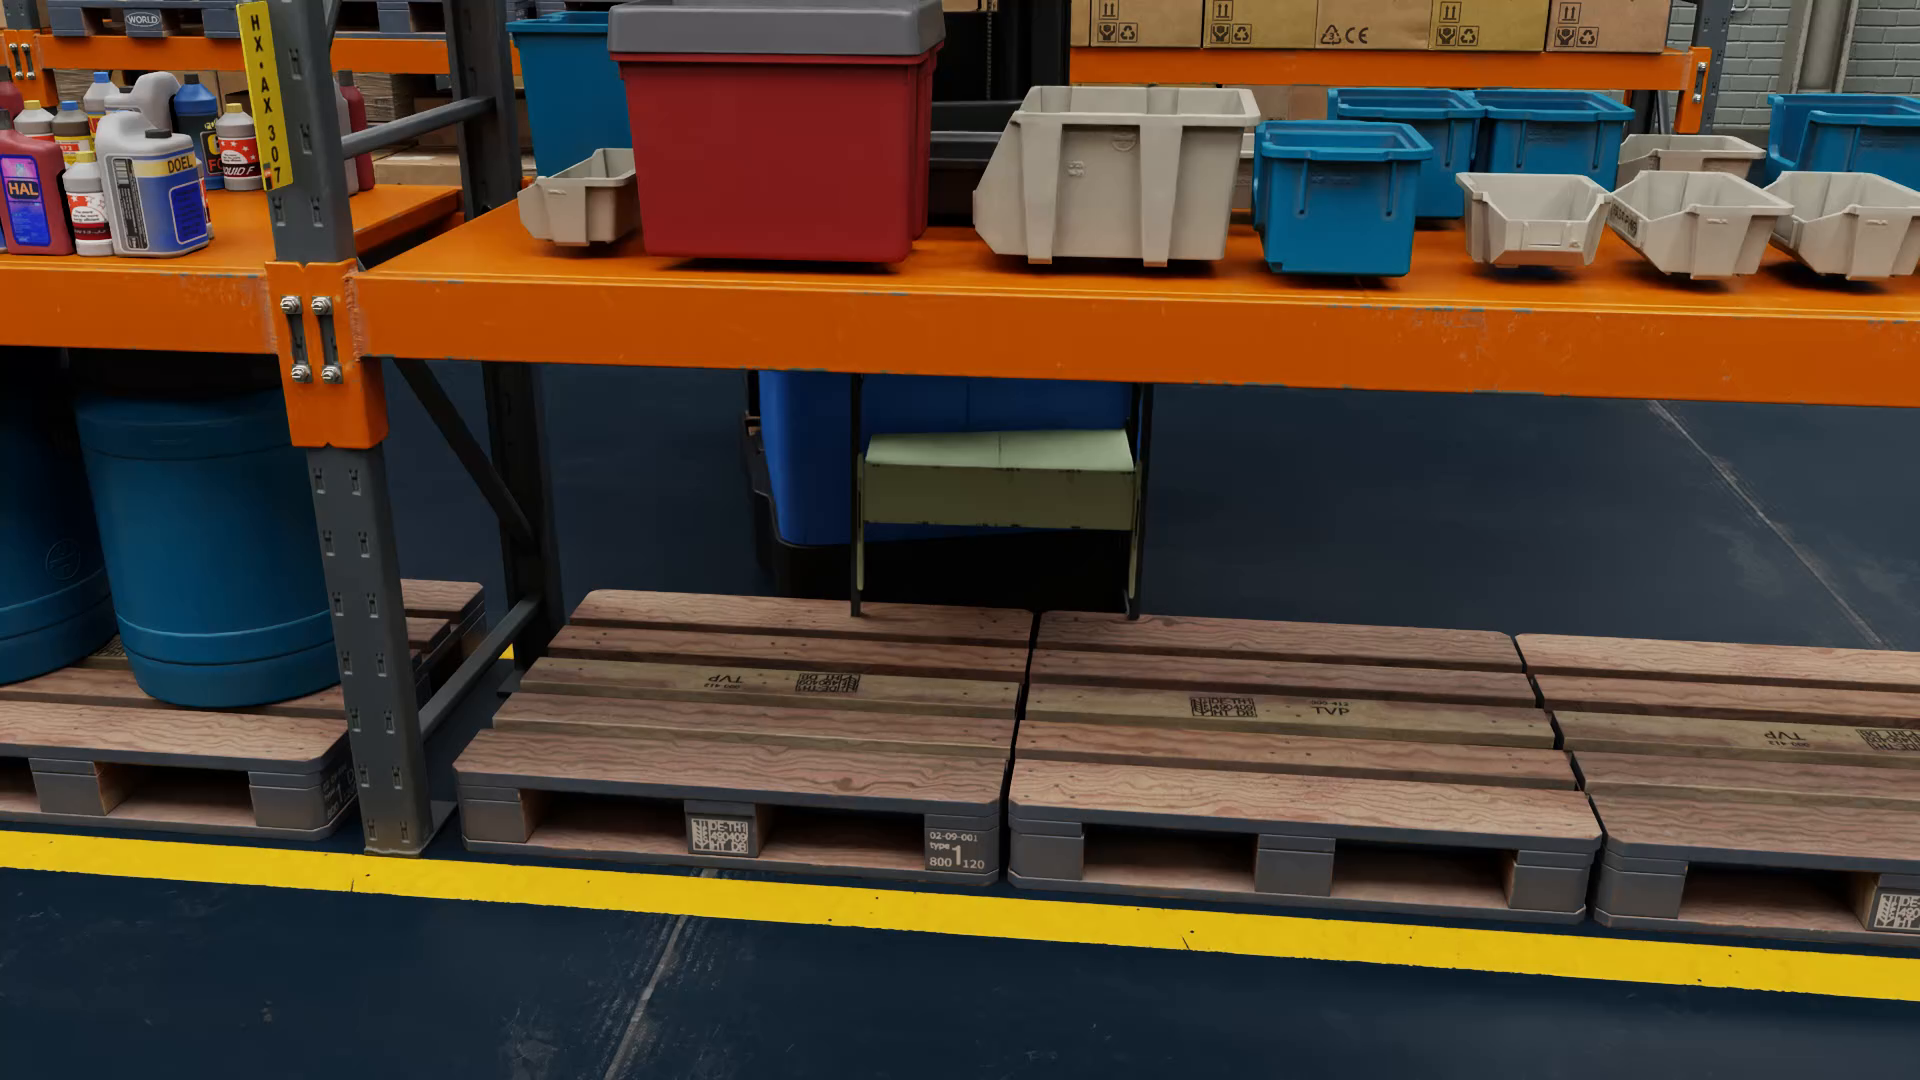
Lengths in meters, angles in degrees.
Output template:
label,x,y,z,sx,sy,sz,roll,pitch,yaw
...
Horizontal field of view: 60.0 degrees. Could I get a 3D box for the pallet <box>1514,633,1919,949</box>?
label,x,y,z,sx,sy,sz,roll,pitch,yaw
pallet,1.964,0.543,3.779,1.213,0.211,1.003,2,22,6

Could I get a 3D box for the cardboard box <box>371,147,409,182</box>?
label,x,y,z,sx,sy,sz,roll,pitch,yaw
cardboard box,-3.143,-1.732,8.543,0.500,0.500,0.500,2,22,6

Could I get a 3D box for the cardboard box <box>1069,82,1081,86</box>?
label,x,y,z,sx,sy,sz,roll,pitch,yaw
cardboard box,0.703,-3.457,12.933,0.500,0.500,0.700,3,22,7

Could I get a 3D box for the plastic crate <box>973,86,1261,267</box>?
label,x,y,z,sx,sy,sz,roll,pitch,yaw
plastic crate,0.301,-0.716,3.251,0.530,0.282,0.437,2,22,6

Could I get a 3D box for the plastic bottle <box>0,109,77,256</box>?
label,x,y,z,sx,sy,sz,roll,pitch,yaw
plastic bottle,-1.858,-0.715,3.327,0.133,0.283,0.061,2,22,6

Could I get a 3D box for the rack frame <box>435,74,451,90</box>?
label,x,y,z,sx,sy,sz,roll,pitch,yaw
rack frame,-4.000,-4.667,13.164,0.127,3.000,1.000,2,22,6

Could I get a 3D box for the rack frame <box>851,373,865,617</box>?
label,x,y,z,sx,sy,sz,roll,pitch,yaw
rack frame,-0.257,-0.420,4.344,0.023,1.500,0.400,2,20,1

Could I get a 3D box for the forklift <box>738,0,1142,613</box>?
label,x,y,z,sx,sy,sz,roll,pitch,yaw
forklift,-0.229,-1.627,5.568,1.130,2.935,3.031,-4,22,-9

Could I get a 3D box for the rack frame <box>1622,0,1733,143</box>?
label,x,y,z,sx,sy,sz,roll,pitch,yaw
rack frame,3.365,-2.512,7.714,0.127,3.000,1.000,2,22,6

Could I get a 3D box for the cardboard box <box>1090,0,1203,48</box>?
label,x,y,z,sx,sy,sz,roll,pitch,yaw
cardboard box,0.872,-2.567,7.716,0.500,0.500,0.500,2,22,6

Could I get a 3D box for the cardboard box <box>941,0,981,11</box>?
label,x,y,z,sx,sy,sz,roll,pitch,yaw
cardboard box,-0.133,-2.610,7.826,0.500,0.500,0.500,3,22,8

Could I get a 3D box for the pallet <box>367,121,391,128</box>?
label,x,y,z,sx,sy,sz,roll,pitch,yaw
pallet,-4.776,-3.404,13.764,1.213,0.211,1.003,2,22,6

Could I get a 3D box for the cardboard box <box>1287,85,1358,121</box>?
label,x,y,z,sx,sy,sz,roll,pitch,yaw
cardboard box,2.740,-3.369,12.710,0.500,0.500,0.700,2,22,6

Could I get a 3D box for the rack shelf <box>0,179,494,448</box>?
label,x,y,z,sx,sy,sz,roll,pitch,yaw
rack shelf,-3.180,-0.629,3.929,4.000,0.370,1.077,2,22,6

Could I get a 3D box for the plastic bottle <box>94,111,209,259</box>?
label,x,y,z,sx,sy,sz,roll,pitch,yaw
plastic bottle,-1.623,-0.718,3.345,0.135,0.276,0.152,2,22,6

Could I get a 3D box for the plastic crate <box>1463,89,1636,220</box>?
label,x,y,z,sx,sy,sz,roll,pitch,yaw
plastic crate,1.264,-0.842,3.635,0.300,0.233,0.416,2,22,6

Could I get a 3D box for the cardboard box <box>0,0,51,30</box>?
label,x,y,z,sx,sy,sz,roll,pitch,yaw
cardboard box,-4.935,-2.848,8.686,0.500,0.311,0.500,4,22,10

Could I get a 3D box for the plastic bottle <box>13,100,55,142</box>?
label,x,y,z,sx,sy,sz,roll,pitch,yaw
plastic bottle,-2.277,-0.983,4.116,0.097,0.201,0.097,0,22,0

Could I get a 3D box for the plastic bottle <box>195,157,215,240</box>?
label,x,y,z,sx,sy,sz,roll,pitch,yaw
plastic bottle,-1.627,-0.730,3.476,0.097,0.201,0.097,0,22,0

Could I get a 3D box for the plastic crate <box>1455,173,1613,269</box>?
label,x,y,z,sx,sy,sz,roll,pitch,yaw
plastic crate,1.085,-0.605,3.168,0.250,0.136,0.298,2,22,6

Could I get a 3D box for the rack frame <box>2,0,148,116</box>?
label,x,y,z,sx,sy,sz,roll,pitch,yaw
rack frame,-4.579,-2.858,8.589,0.127,3.000,1.000,2,22,6

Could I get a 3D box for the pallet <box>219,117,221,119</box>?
label,x,y,z,sx,sy,sz,roll,pitch,yaw
pallet,-5.984,-3.458,13.900,1.213,0.211,1.003,2,22,6

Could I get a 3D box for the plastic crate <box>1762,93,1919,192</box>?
label,x,y,z,sx,sy,sz,roll,pitch,yaw
plastic crate,1.918,-0.813,3.563,0.300,0.233,0.416,2,22,6

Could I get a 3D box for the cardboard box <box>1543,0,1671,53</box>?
label,x,y,z,sx,sy,sz,roll,pitch,yaw
cardboard box,2.888,-2.478,7.493,0.500,0.500,0.500,3,22,8

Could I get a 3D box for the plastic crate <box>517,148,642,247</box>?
label,x,y,z,sx,sy,sz,roll,pitch,yaw
plastic crate,-0.749,-0.710,3.432,0.243,0.136,0.396,2,22,6

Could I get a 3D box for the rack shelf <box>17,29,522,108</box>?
label,x,y,z,sx,sy,sz,roll,pitch,yaw
rack shelf,-2.593,-2.437,8.503,4.000,0.370,1.077,2,22,6

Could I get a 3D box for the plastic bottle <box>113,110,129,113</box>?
label,x,y,z,sx,sy,sz,roll,pitch,yaw
plastic bottle,-1.968,-0.913,3.939,0.097,0.201,0.097,0,22,0

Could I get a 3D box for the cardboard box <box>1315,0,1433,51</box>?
label,x,y,z,sx,sy,sz,roll,pitch,yaw
cardboard box,1.878,-2.523,7.606,0.500,0.500,0.500,3,22,7

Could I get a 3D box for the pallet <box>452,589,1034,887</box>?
label,x,y,z,sx,sy,sz,roll,pitch,yaw
pallet,-0.459,0.438,4.046,1.213,0.211,1.003,2,22,6

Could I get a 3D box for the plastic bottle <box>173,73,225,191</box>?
label,x,y,z,sx,sy,sz,roll,pitch,yaw
plastic bottle,-1.854,-0.997,4.056,0.097,0.271,0.097,0,22,0

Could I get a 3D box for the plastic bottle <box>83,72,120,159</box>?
label,x,y,z,sx,sy,sz,roll,pitch,yaw
plastic bottle,-2.084,-1.007,4.082,0.097,0.271,0.097,0,22,0

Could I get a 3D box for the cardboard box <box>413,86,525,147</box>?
label,x,y,z,sx,sy,sz,roll,pitch,yaw
cardboard box,-2.550,-2.251,8.834,0.500,0.250,0.500,2,22,5

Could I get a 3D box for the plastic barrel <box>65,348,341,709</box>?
label,x,y,z,sx,sy,sz,roll,pitch,yaw
plastic barrel,-1.732,-0.126,3.961,0.708,0.901,0.600,2,22,6

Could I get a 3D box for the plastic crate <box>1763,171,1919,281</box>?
label,x,y,z,sx,sy,sz,roll,pitch,yaw
plastic crate,1.661,-0.596,3.144,0.243,0.136,0.396,2,22,6

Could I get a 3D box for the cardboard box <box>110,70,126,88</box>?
label,x,y,z,sx,sy,sz,roll,pitch,yaw
cardboard box,-6.720,-3.852,13.906,0.500,0.500,0.700,2,22,5

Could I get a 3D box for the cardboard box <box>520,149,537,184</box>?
label,x,y,z,sx,sy,sz,roll,pitch,yaw
cardboard box,-2.119,-1.690,8.437,0.500,0.500,0.500,3,22,7

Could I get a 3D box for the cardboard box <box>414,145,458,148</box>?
label,x,y,z,sx,sy,sz,roll,pitch,yaw
cardboard box,-2.587,-1.903,8.974,0.500,0.500,0.500,2,22,4

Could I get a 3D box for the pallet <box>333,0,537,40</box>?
label,x,y,z,sx,sy,sz,roll,pitch,yaw
pallet,-2.648,-2.686,8.416,1.213,0.211,1.003,2,22,6

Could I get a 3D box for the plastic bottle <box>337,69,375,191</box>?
label,x,y,z,sx,sy,sz,roll,pitch,yaw
plastic bottle,-1.508,-0.994,4.033,0.133,0.283,0.061,2,22,6

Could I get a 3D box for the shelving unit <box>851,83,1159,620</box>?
label,x,y,z,sx,sy,sz,roll,pitch,yaw
shelving unit,0.109,-0.409,4.337,0.755,1.500,0.431,2,20,1

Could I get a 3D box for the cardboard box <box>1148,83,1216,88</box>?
label,x,y,z,sx,sy,sz,roll,pitch,yaw
cardboard box,1.711,-3.411,12.816,0.500,0.500,0.700,3,22,8

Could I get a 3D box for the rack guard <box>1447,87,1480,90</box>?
label,x,y,z,sx,sy,sz,roll,pitch,yaw
rack guard,3.968,-3.157,12.746,0.348,0.500,1.175,2,22,6

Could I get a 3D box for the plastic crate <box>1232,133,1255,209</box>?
label,x,y,z,sx,sy,sz,roll,pitch,yaw
plastic crate,0.571,-0.816,3.702,0.466,0.136,0.293,2,22,6

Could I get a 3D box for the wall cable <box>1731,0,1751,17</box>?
label,x,y,z,sx,sy,sz,roll,pitch,yaw
wall cable,5.327,-5.083,12.836,1.851,1.984,0.084,2,22,6

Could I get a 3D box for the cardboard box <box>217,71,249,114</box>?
label,x,y,z,sx,sy,sz,roll,pitch,yaw
cardboard box,-5.716,-3.797,13.766,0.500,0.500,0.700,2,22,6

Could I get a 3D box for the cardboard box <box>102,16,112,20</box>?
label,x,y,z,sx,sy,sz,roll,pitch,yaw
cardboard box,-6.802,-4.187,13.733,0.500,0.250,0.500,2,22,5
